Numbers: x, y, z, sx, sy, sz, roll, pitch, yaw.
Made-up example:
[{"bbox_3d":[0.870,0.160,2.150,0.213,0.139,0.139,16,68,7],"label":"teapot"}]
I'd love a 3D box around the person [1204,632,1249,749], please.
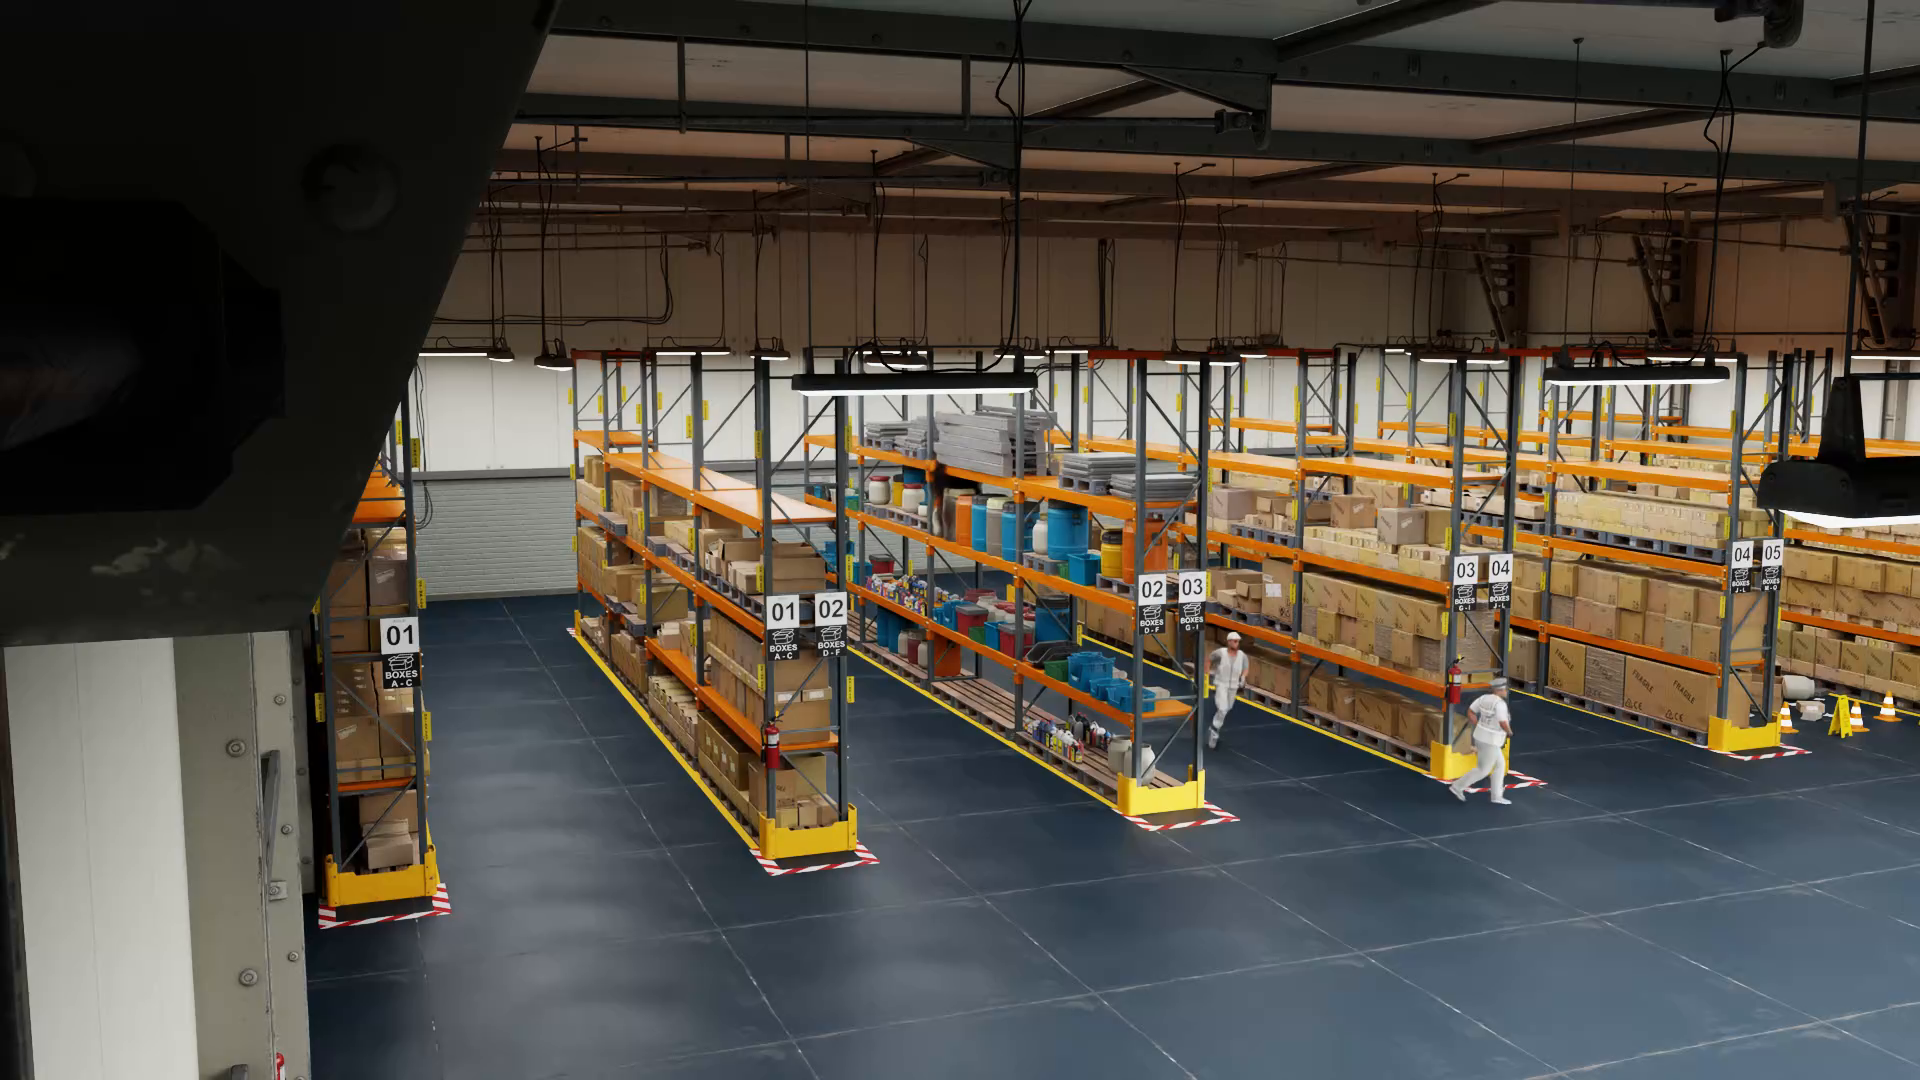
[{"bbox_3d":[4.073,2.268,25.530,0.717,1.751,0.834,-2,7,-12],"label":"person"}]

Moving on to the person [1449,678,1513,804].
[{"bbox_3d":[7.008,2.709,22.245,0.848,1.739,0.622,0,7,-2],"label":"person"}]
